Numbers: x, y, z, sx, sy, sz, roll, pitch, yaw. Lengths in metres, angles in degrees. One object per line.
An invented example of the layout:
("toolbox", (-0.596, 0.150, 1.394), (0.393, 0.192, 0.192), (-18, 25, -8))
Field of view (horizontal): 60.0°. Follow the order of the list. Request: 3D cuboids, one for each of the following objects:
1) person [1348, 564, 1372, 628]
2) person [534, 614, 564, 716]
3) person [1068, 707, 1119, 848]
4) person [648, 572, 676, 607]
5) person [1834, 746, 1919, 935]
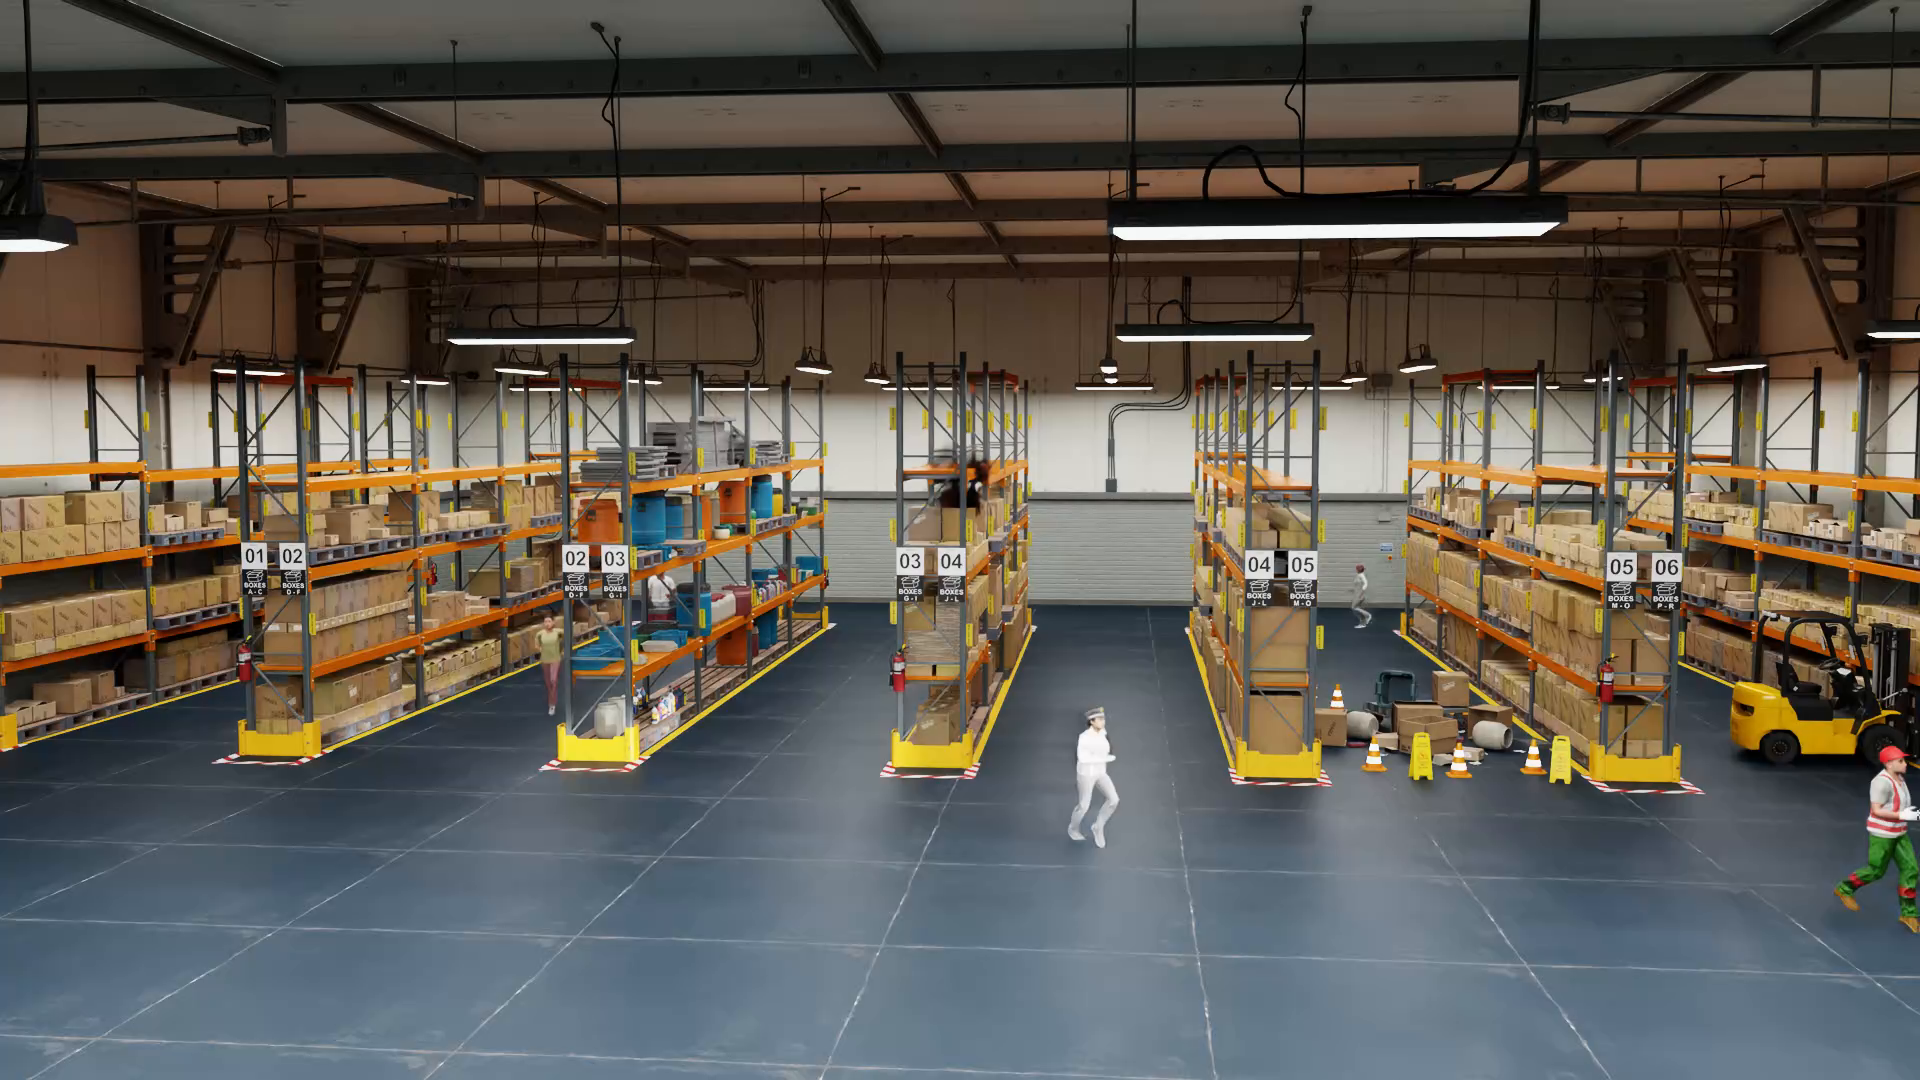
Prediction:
("person", (9.720, 1.364, 40.393), (0.568, 1.565, 0.580), (1, 4, 9))
("person", (-7.069, 2.121, 28.703), (0.529, 1.696, 0.887), (0, 4, 2))
("person", (1.562, 2.769, 19.548), (0.641, 1.676, 0.787), (-4, 6, -43))
("person", (-6.908, 1.419, 38.329), (0.697, 1.719, 0.579), (-1, 4, -10))
("person", (9.171, 2.950, 16.526), (0.690, 1.849, 0.912), (-3, 5, -37))
